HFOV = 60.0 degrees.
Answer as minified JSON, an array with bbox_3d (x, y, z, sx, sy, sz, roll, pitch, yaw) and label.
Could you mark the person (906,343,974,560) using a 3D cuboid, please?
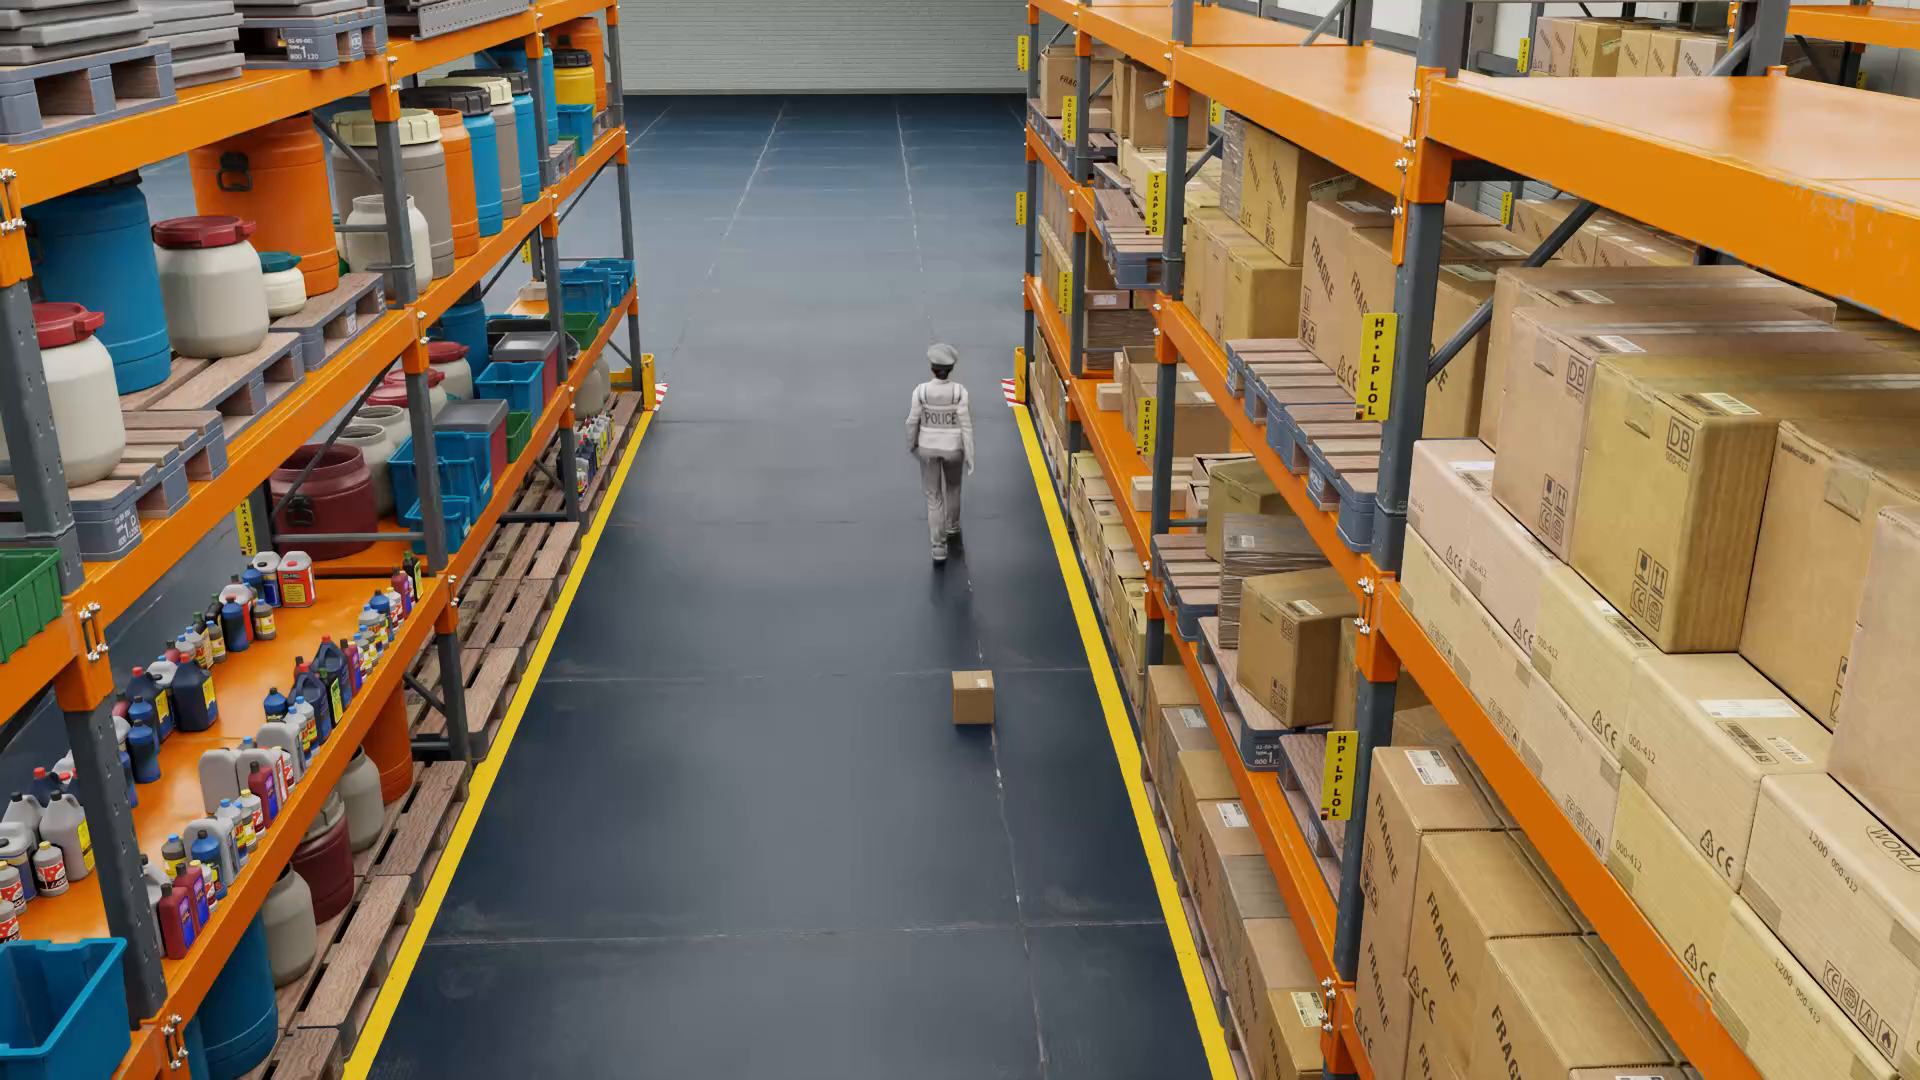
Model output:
[{"bbox_3d":[-0.163,-0.727,12.960,0.520,1.672,0.865,-1,21,-3],"label":"person"}]
